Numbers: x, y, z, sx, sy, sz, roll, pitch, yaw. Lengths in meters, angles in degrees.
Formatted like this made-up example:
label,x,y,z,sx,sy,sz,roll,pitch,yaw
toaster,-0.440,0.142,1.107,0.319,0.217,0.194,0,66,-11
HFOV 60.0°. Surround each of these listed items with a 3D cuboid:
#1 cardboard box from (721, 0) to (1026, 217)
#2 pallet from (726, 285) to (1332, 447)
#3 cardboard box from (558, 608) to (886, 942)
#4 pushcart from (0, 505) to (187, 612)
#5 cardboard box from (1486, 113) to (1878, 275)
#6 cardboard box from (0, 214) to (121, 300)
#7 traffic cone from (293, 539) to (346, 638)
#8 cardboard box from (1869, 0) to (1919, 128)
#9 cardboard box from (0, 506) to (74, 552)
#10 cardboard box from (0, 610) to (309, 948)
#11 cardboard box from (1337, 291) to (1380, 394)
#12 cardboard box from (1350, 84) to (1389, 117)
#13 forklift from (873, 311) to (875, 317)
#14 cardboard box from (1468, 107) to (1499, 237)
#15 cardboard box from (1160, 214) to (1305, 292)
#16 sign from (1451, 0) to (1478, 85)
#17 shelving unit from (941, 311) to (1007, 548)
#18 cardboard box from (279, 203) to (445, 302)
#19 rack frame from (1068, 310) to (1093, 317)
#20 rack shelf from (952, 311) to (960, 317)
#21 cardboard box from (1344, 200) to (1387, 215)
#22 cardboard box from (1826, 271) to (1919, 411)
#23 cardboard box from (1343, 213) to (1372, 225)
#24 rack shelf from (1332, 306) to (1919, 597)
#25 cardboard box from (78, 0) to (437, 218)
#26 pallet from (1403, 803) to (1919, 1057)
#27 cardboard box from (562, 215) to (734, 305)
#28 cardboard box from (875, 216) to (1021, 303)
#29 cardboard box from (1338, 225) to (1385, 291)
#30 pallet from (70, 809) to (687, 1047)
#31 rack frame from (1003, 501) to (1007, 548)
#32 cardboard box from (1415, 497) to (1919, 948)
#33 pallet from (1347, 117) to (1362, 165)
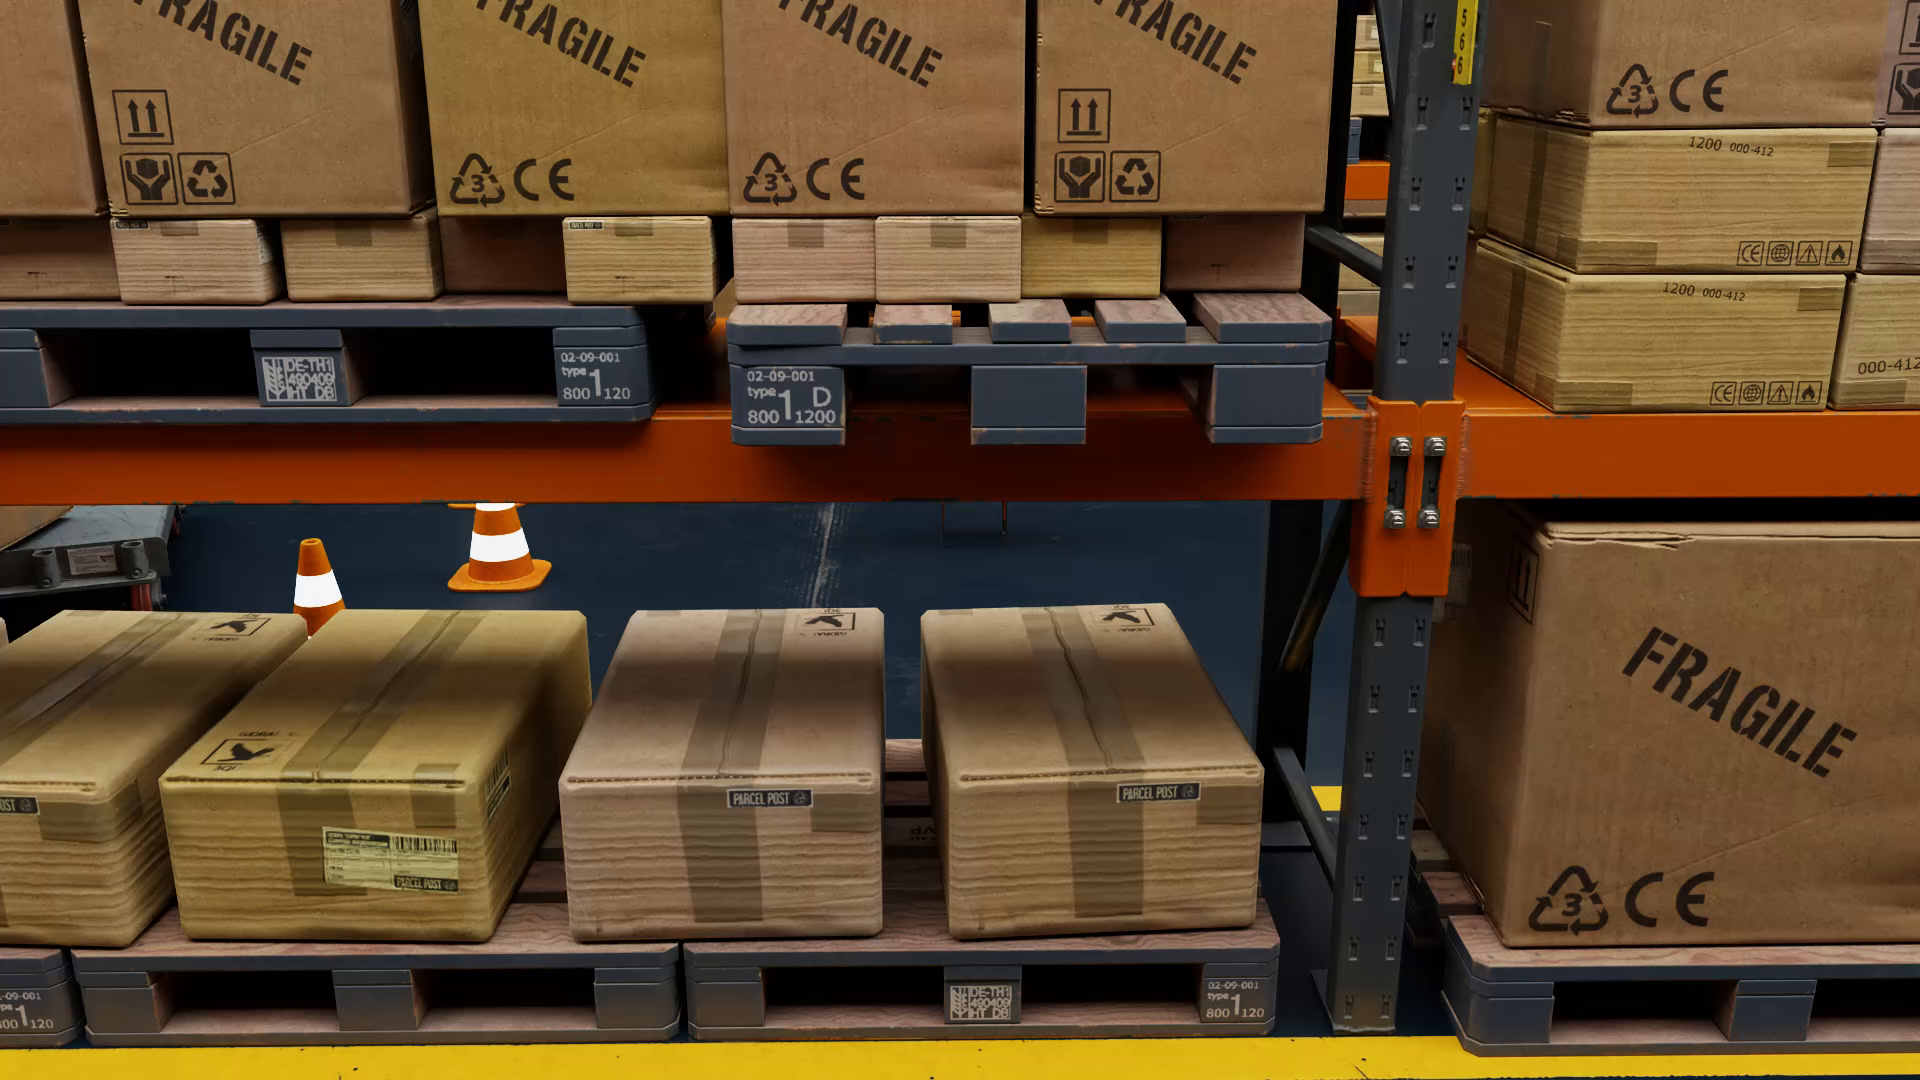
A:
label,x,y,z,sx,sy,sz,roll,pitch,yaw
cardboard box,-0.149,-0.865,2.997,0.500,0.500,0.500,-1,18,-2
pallet,0.107,-0.442,3.328,1.003,0.211,1.213,0,18,-1
cardboard box,-0.485,0.488,3.731,0.625,0.372,0.950,-1,18,-2
pushcart,-3.268,0.003,5.922,0.936,0.377,1.648,-7,19,-20
cardboard box,1.328,-0.663,3.130,0.500,0.250,0.500,0,18,-1
cardboard box,-1.587,-0.549,3.071,0.250,0.149,0.380,0,18,0
traffic cone,-1.964,0.225,5.090,0.334,0.463,0.336,0,18,-1
cardboard box,1.811,-1.026,3.034,0.500,0.500,0.500,0,18,-1
cardboard box,-3.240,-0.264,5.311,0.500,0.500,0.500,0,18,-1
cardboard box,-1.939,0.494,3.713,0.625,0.372,0.950,1,18,3
cardboard box,1.852,-1.019,8.219,0.500,0.500,0.500,0,18,0
cardboard box,1.897,-2.106,7.925,0.250,0.149,0.380,1,18,2
forklift,-1.685,-2.835,10.586,3.031,2.935,1.130,1,18,3
cardboard box,1.298,-0.816,3.607,0.500,0.250,0.500,0,18,-1
cardboard box,0.494,-0.576,3.156,0.250,0.149,0.380,0,18,1
sign,0.836,-0.917,2.730,0.005,0.325,0.100,0,18,-1
shelving unit,0.053,-0.500,6.388,0.252,1.050,0.215,0,18,-1
cardboard box,-1.054,-0.544,3.058,0.250,0.149,0.380,-1,18,-3
rack frame,0.639,-2.080,8.122,0.127,3.000,1.000,0,18,-1
rack shelf,0.053,-0.760,6.305,0.240,0.259,0.215,0,18,-1
cardboard box,3.128,-2.790,13.124,0.875,0.875,1.225,-1,18,-3
cardboard box,1.824,-0.431,3.226,0.500,0.250,0.500,-1,18,-2
cardboard box,1.823,-1.536,8.603,0.500,0.250,0.500,0,18,0
rack shelf,2.817,-0.236,3.551,4.000,0.370,1.077,0,18,-1
cardboard box,-1.200,-0.860,2.981,0.500,0.500,0.500,-1,18,-3
pallet,1.607,0.778,3.777,1.213,0.211,1.003,0,18,-1
cardboard box,-0.551,-0.533,3.023,0.250,0.149,0.380,0,18,0
cardboard box,-0.024,-0.538,3.037,0.250,0.149,0.380,0,18,-1
cardboard box,1.839,-1.379,8.113,0.500,0.250,0.500,0,18,-2
pallet,-1.180,0.767,3.811,1.213,0.211,1.003,0,18,-1
rack frame,0.175,-0.501,6.390,0.008,1.050,0.200,0,18,-1
cardboard box,1.510,0.265,3.603,0.875,0.875,0.875,0,18,-1
pallet,1.349,-2.025,8.264,1.003,0.211,1.213,0,18,-1
